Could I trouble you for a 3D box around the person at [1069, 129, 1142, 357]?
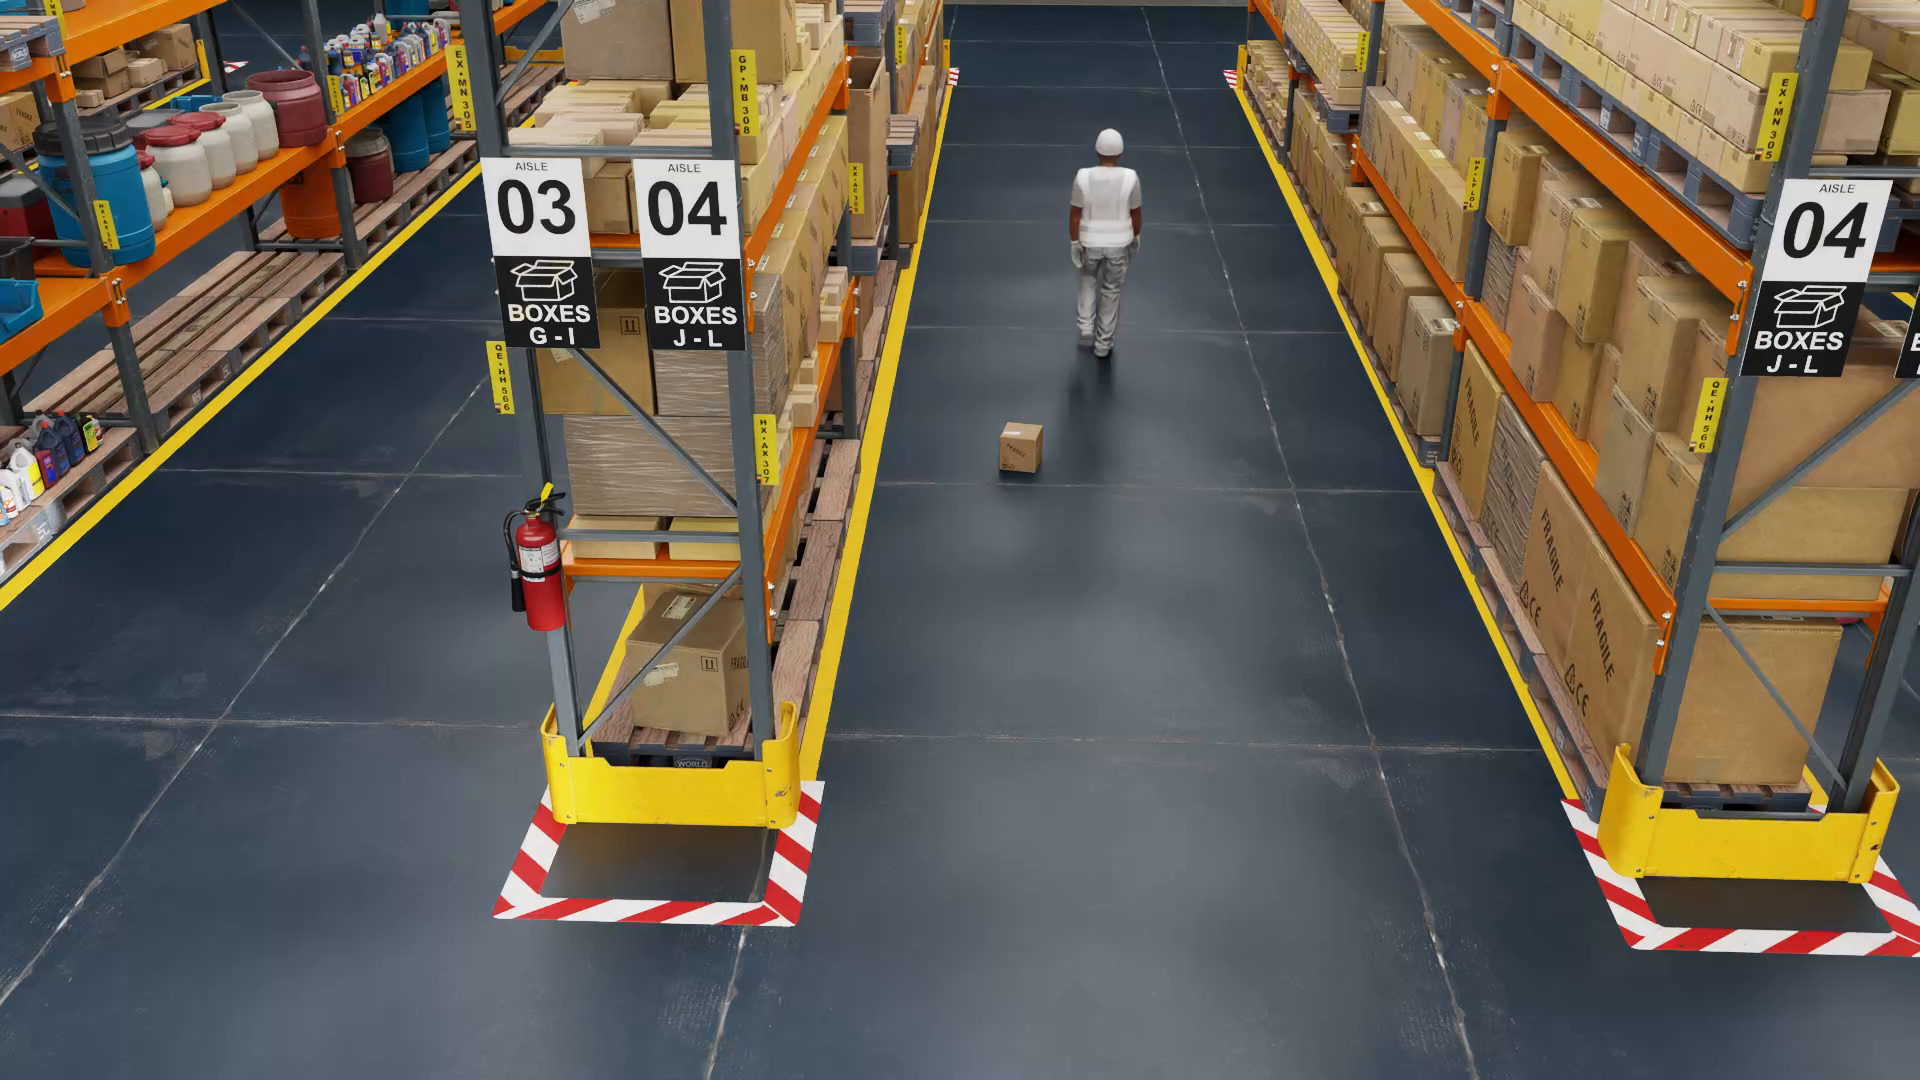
[{"bbox_3d":[1.141,-2.322,13.023,0.544,1.826,0.488,6,28,10],"label":"person"}]
